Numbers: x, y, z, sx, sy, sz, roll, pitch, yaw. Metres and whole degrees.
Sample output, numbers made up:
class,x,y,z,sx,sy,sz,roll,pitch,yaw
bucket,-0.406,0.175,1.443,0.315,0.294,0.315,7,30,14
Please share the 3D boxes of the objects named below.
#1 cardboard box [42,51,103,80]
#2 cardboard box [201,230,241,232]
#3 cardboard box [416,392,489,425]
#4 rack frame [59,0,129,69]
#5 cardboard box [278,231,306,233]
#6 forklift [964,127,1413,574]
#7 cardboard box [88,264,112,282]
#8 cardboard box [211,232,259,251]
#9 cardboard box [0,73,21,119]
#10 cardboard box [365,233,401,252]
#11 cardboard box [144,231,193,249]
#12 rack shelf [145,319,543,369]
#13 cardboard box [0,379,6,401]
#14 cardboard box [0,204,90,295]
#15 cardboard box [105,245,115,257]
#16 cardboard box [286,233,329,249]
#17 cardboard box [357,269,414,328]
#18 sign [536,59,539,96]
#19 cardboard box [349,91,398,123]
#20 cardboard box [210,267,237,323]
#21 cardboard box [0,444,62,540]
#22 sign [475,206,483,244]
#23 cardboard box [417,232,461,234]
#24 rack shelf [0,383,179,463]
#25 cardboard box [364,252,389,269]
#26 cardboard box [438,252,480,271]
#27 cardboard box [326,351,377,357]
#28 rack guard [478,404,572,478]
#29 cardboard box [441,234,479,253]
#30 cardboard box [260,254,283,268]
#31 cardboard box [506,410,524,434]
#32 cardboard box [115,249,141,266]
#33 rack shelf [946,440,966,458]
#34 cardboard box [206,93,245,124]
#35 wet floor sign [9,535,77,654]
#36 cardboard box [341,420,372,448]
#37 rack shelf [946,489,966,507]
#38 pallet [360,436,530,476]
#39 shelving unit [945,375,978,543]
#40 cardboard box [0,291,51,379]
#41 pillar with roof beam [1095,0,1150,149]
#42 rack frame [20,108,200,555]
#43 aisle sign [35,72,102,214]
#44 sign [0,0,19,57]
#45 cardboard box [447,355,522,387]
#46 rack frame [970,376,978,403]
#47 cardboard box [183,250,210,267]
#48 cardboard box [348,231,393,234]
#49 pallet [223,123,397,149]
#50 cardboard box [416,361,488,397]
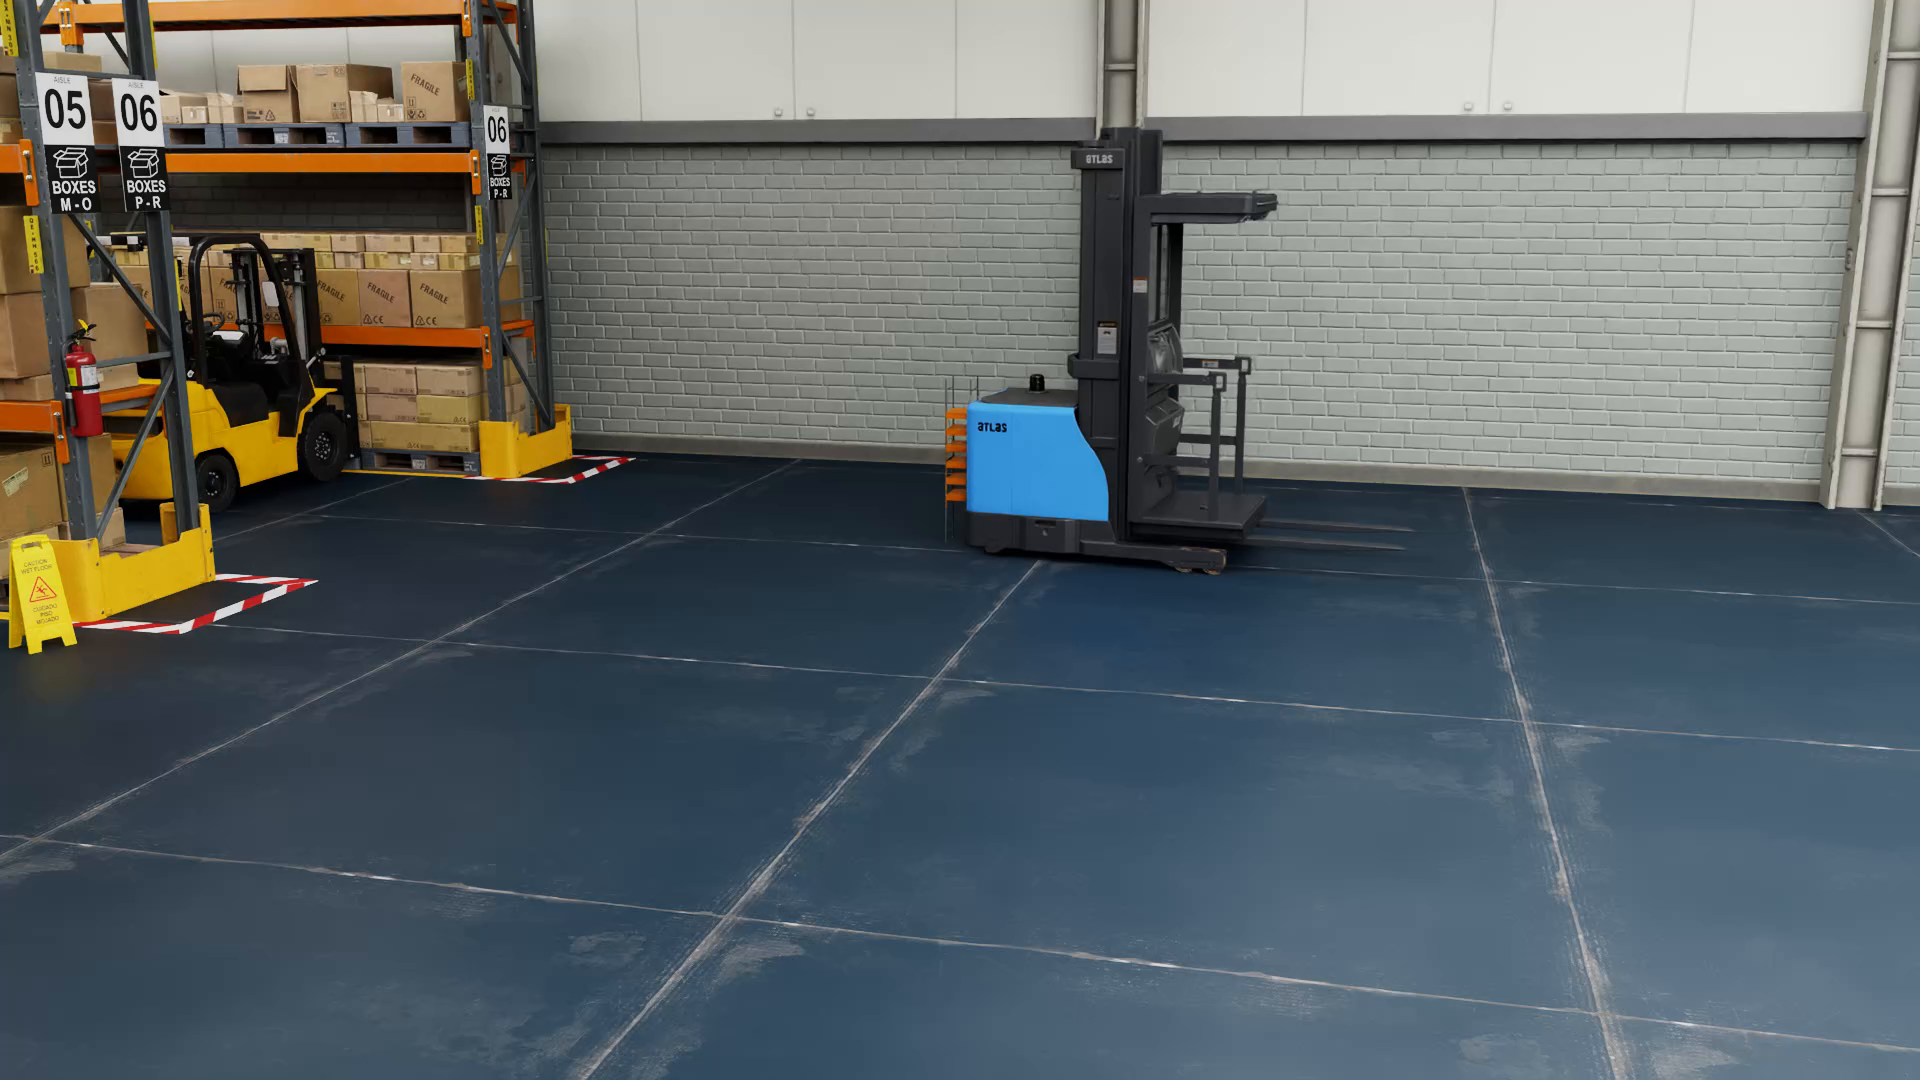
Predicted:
class,x,y,z,sx,sy,sz,roll,pitch,yaw
cardboard box,-5.465,-2.886,10.130,0.250,0.149,0.380,3,13,13
cardboard box,-6.991,-2.870,15.830,0.250,0.149,0.380,3,13,13
cardboard box,-4.531,-1.204,14.959,0.500,0.250,0.500,3,13,13
rack frame,-7.867,-5.274,15.229,0.127,3.000,1.000,3,13,14
cardboard box,-6.249,-2.830,15.647,0.250,0.149,0.380,3,13,13
forklift,1.605,-1.329,11.456,3.031,2.935,1.130,4,13,19
cardboard box,-8.405,-2.488,15.713,0.500,0.250,0.500,3,13,12
cardboard box,-6.620,-2.728,15.190,0.250,0.149,0.380,3,13,13
cardboard box,-5.731,-2.600,9.761,0.500,0.250,0.500,3,13,13
cardboard box,-5.113,-2.665,14.906,0.250,0.149,0.380,3,13,14
cardboard box,-7.349,-2.786,15.451,0.250,0.149,0.380,3,13,14
rack shelf,-5.925,-1.890,15.489,4.000,0.370,1.077,3,13,14
cardboard box,-5.856,-0.935,10.103,0.250,0.149,0.380,3,13,13
cardboard box,-5.718,-1.756,9.998,0.500,0.500,0.700,3,13,12
cardboard box,-8.157,-2.774,16.083,0.250,0.149,0.380,3,13,12
cardboard box,-5.873,-2.701,15.067,0.250,0.149,0.380,3,13,14
cardboard box,-5.026,-2.186,14.928,0.500,0.500,0.500,3,13,15
sign,-3.845,-4.184,15.039,0.005,0.325,0.100,3,13,14
cardboard box,-5.107,-3.782,14.541,0.258,0.266,0.396,3,13,14
cardboard box,-6.497,-2.266,15.293,0.500,0.500,0.500,3,13,13
cardboard box,-6.010,-0.309,10.349,0.500,0.500,0.500,3,13,14
sign,-4.127,-2.705,14.281,0.005,0.325,0.100,3,13,14
cardboard box,-4.764,-2.742,15.252,0.250,0.149,0.380,3,13,15
rack shelf,-7.111,-0.846,10.783,4.000,0.370,1.077,3,13,14
cardboard box,-5.118,-2.511,14.896,0.250,0.149,0.380,3,13,13
cardboard box,-4.387,-2.462,14.677,0.250,0.149,0.380,3,13,14
cardboard box,-5.870,-1.634,15.746,0.500,0.250,0.500,3,13,12
rack guard,-3.960,-0.916,15.208,0.348,0.500,1.175,3,13,14
cardboard box,-4.382,-2.623,14.714,0.250,0.149,0.380,3,13,14
cardboard box,-6.124,-2.554,15.093,0.250,0.149,0.380,3,13,12
cardboard box,-4.414,-1.067,15.495,0.500,0.250,0.500,3,13,14
cardboard box,-7.621,-2.639,15.474,0.250,0.149,0.380,3,13,13
rack shelf,0.014,-0.659,12.084,0.180,0.103,0.258,3,13,14
cardboard box,-6.499,-3.857,14.877,0.258,0.266,0.396,3,13,12
wet floor sign,-5.241,0.291,9.434,0.232,0.644,0.267,8,15,33
cardboard box,-5.480,-1.014,15.257,0.500,0.250,0.500,3,13,14
rack shelf,0.014,-0.307,12.162,0.180,0.103,0.258,3,13,14
pallet,-4.736,-0.807,15.384,1.213,0.211,1.003,3,13,14
shelving unit,0.014,-0.585,12.100,0.189,1.200,0.258,3,13,14
cardboard box,-5.762,-1.258,10.060,0.500,0.500,0.500,3,13,13
pillar with roof beam,0.350,-4.075,9.826,0.400,9.000,9.100,3,13,14
rack frame,-5.169,-1.094,10.237,0.127,3.000,1.000,3,13,14
aisle sign,-5.179,-2.298,9.666,0.004,0.787,0.394,3,13,14
sign,-5.322,-2.875,9.295,0.005,0.325,0.100,3,13,14
cardboard box,-4.405,-1.553,15.379,0.500,0.250,0.500,3,13,13
rack frame,0.103,-0.580,12.079,0.006,1.200,0.240,3,13,14
cardboard box,-6.888,-2.590,15.252,0.250,0.149,0.380,3,13,15
cardboard box,-5.494,-2.801,15.517,0.250,0.149,0.380,3,13,12
pallet,-5.852,-3.664,15.101,1.213,0.211,1.003,3,13,14
cardboard box,-4.505,-1.447,14.899,0.500,0.250,0.500,4,13,15
